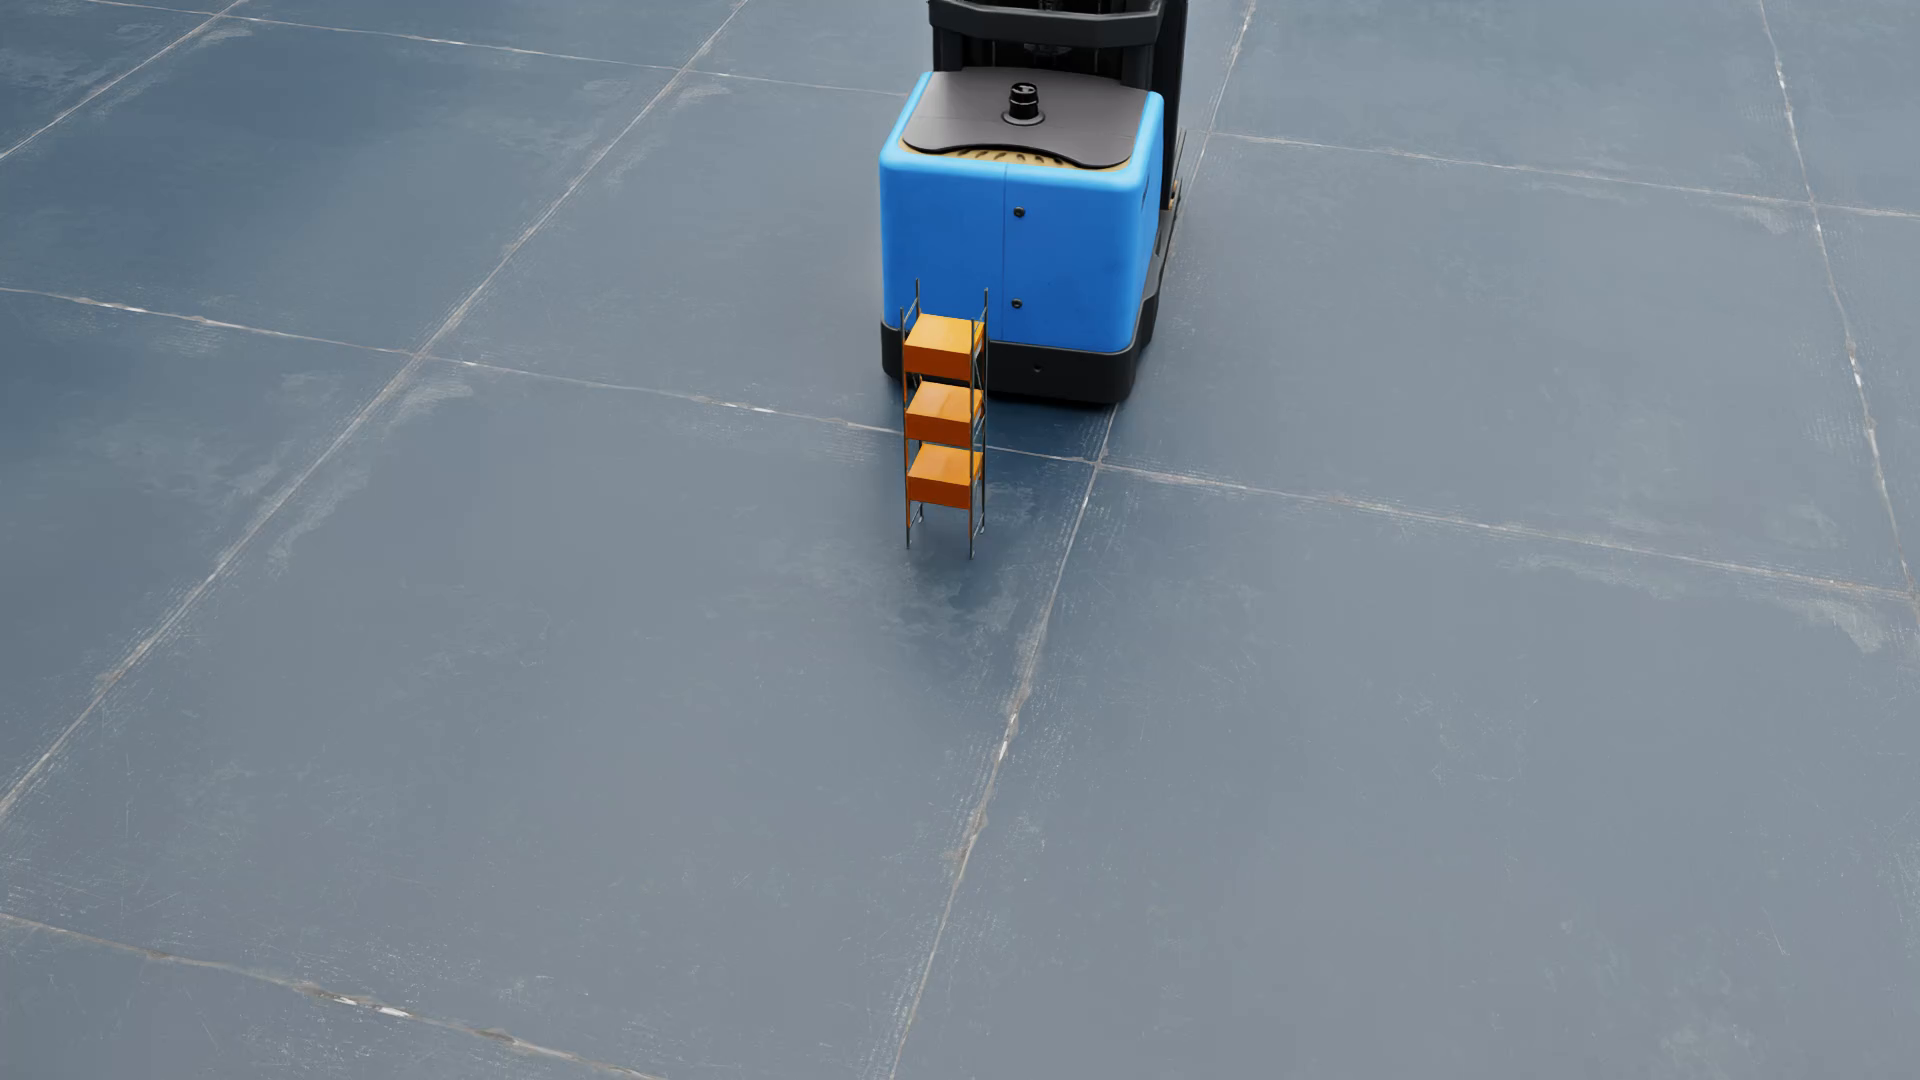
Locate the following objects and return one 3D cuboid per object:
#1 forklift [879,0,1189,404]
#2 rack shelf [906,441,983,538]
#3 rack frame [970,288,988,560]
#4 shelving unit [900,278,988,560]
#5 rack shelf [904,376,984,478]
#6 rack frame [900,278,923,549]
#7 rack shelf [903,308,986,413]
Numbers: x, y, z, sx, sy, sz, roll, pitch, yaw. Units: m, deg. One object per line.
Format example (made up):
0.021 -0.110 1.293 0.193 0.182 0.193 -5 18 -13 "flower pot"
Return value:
0.474 -2.634 7.107 1.130 2.935 3.031 8 41 9 "forklift"
-0.052 -0.190 6.109 0.240 0.259 0.215 10 41 11 "rack shelf"
0.066 -0.391 5.899 0.008 1.050 0.200 10 41 11 "rack frame"
-0.052 -0.411 5.923 0.252 1.050 0.215 10 41 11 "shelving unit"
-0.052 -0.403 5.930 0.240 0.259 0.215 10 41 11 "rack shelf"
-0.170 -0.431 5.947 0.008 1.050 0.200 10 41 11 "rack frame"
-0.052 -0.620 5.747 0.240 0.259 0.215 10 41 11 "rack shelf"
